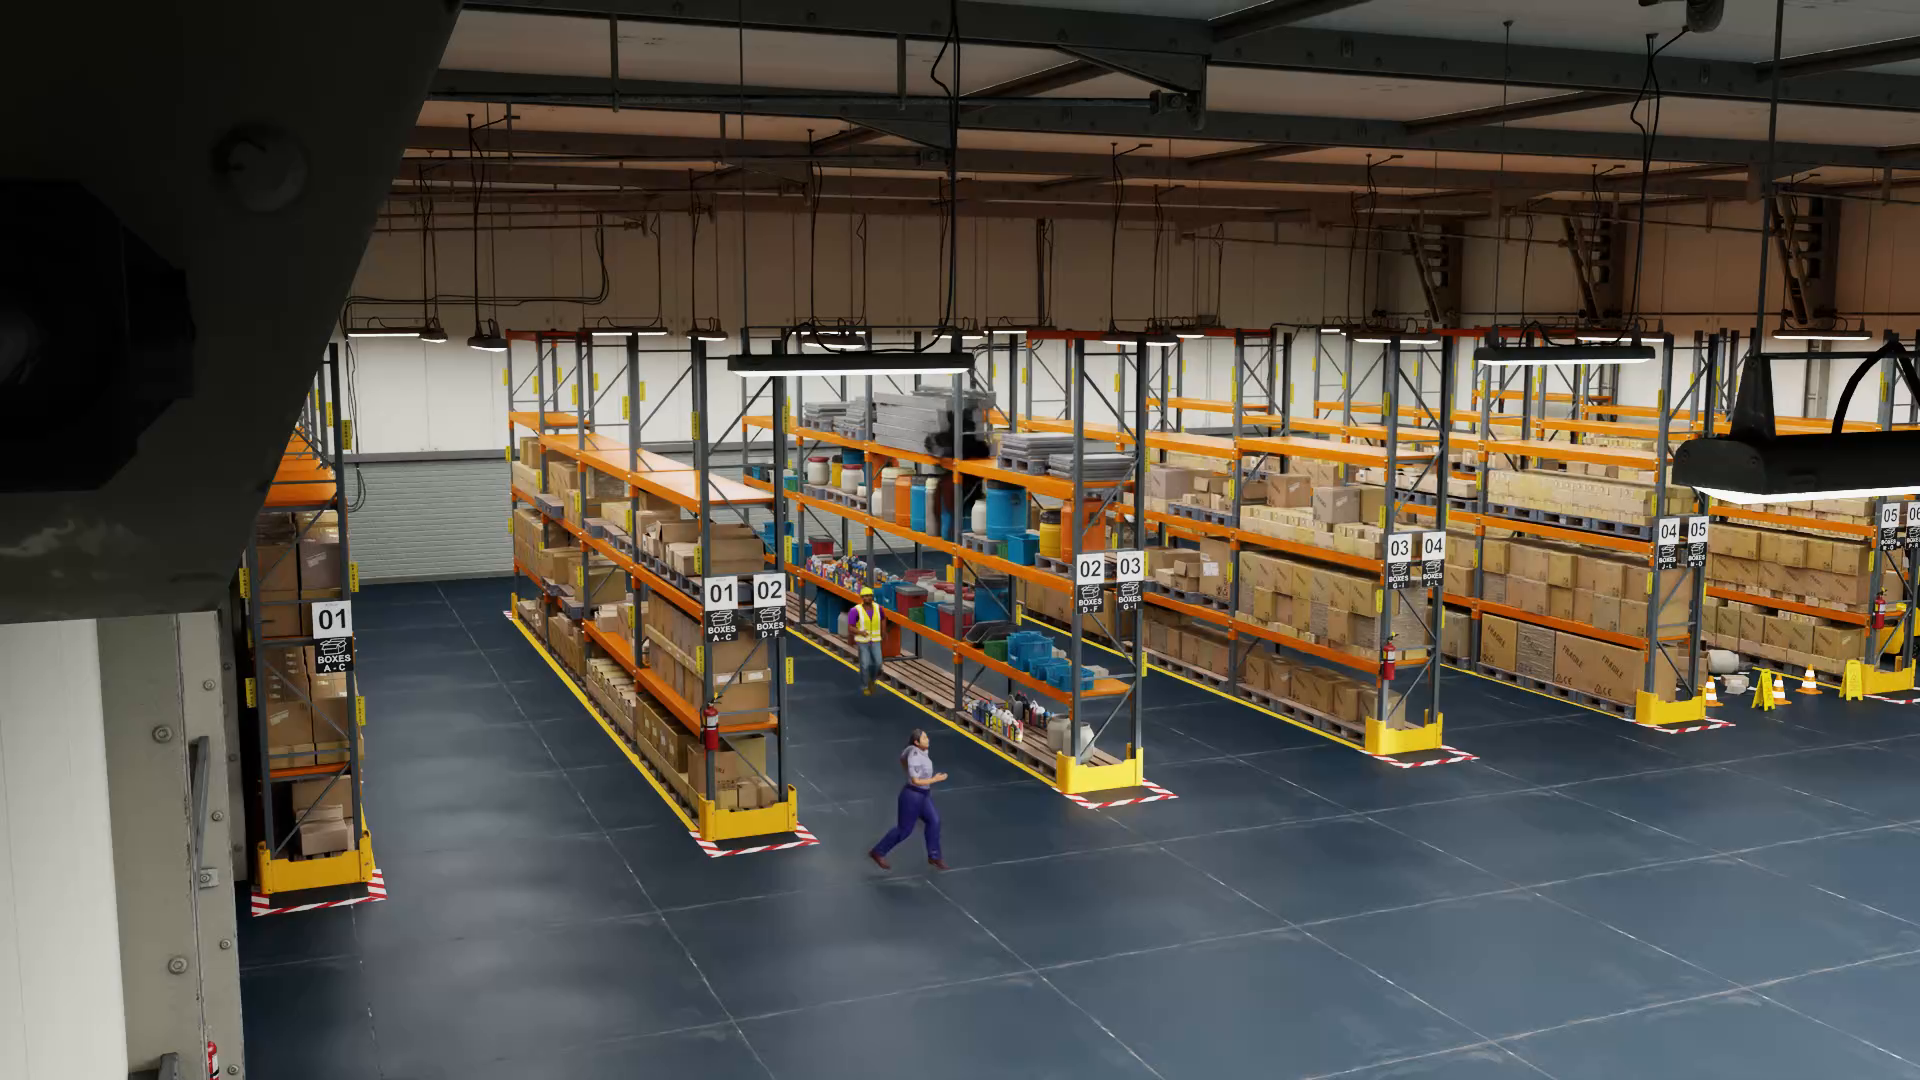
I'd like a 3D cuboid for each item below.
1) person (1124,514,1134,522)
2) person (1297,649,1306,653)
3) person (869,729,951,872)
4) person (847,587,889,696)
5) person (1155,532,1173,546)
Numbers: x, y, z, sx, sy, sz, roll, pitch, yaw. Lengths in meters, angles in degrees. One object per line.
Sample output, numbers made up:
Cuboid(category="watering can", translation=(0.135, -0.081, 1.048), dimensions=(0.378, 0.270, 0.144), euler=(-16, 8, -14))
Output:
Cuboid(category="person", translation=(4.197, -0.137, 41.175), dimensions=(0.951, 1.785, 0.701), euler=(-8, 11, -44))
Cuboid(category="person", translation=(6.412, 1.277, 31.190), dimensions=(0.625, 1.664, 0.542), euler=(-4, 9, -26))
Cuboid(category="person", translation=(-0.564, 2.964, 18.911), dimensions=(0.908, 1.688, 0.613), euler=(1, 8, 8))
Cuboid(category="person", translation=(-1.429, 1.614, 26.288), dimensions=(0.691, 1.745, 0.586), euler=(-3, 8, -21))
Cuboid(category="person", translation=(5.147, -0.132, 41.731), dimensions=(0.536, 1.583, 0.608), euler=(2, 8, 14))
